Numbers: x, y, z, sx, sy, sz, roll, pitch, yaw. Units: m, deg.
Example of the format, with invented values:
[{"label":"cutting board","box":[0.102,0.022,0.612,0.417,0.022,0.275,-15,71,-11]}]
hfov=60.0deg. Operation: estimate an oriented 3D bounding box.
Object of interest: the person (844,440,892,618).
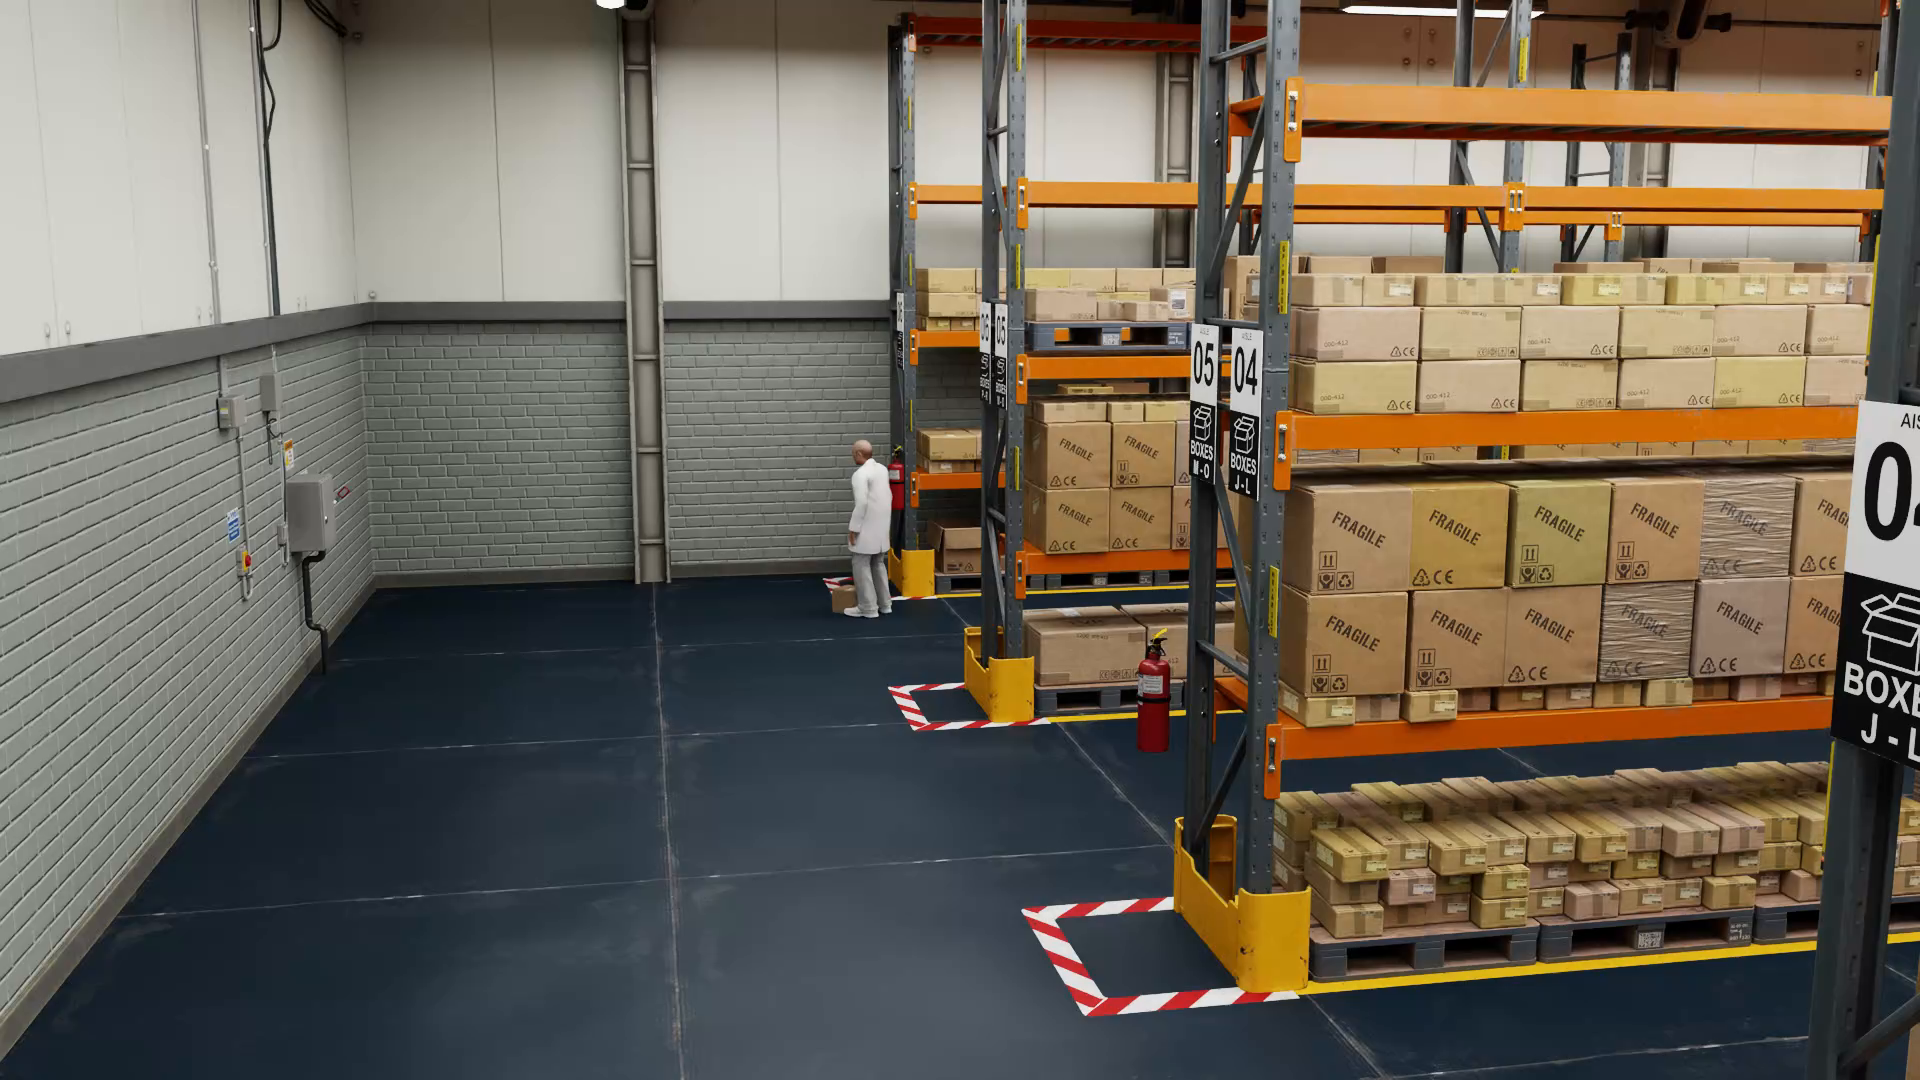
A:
[{"label":"person","box":[-0.916,-0.119,16.650,0.429,1.772,0.646,5,11,29]}]
